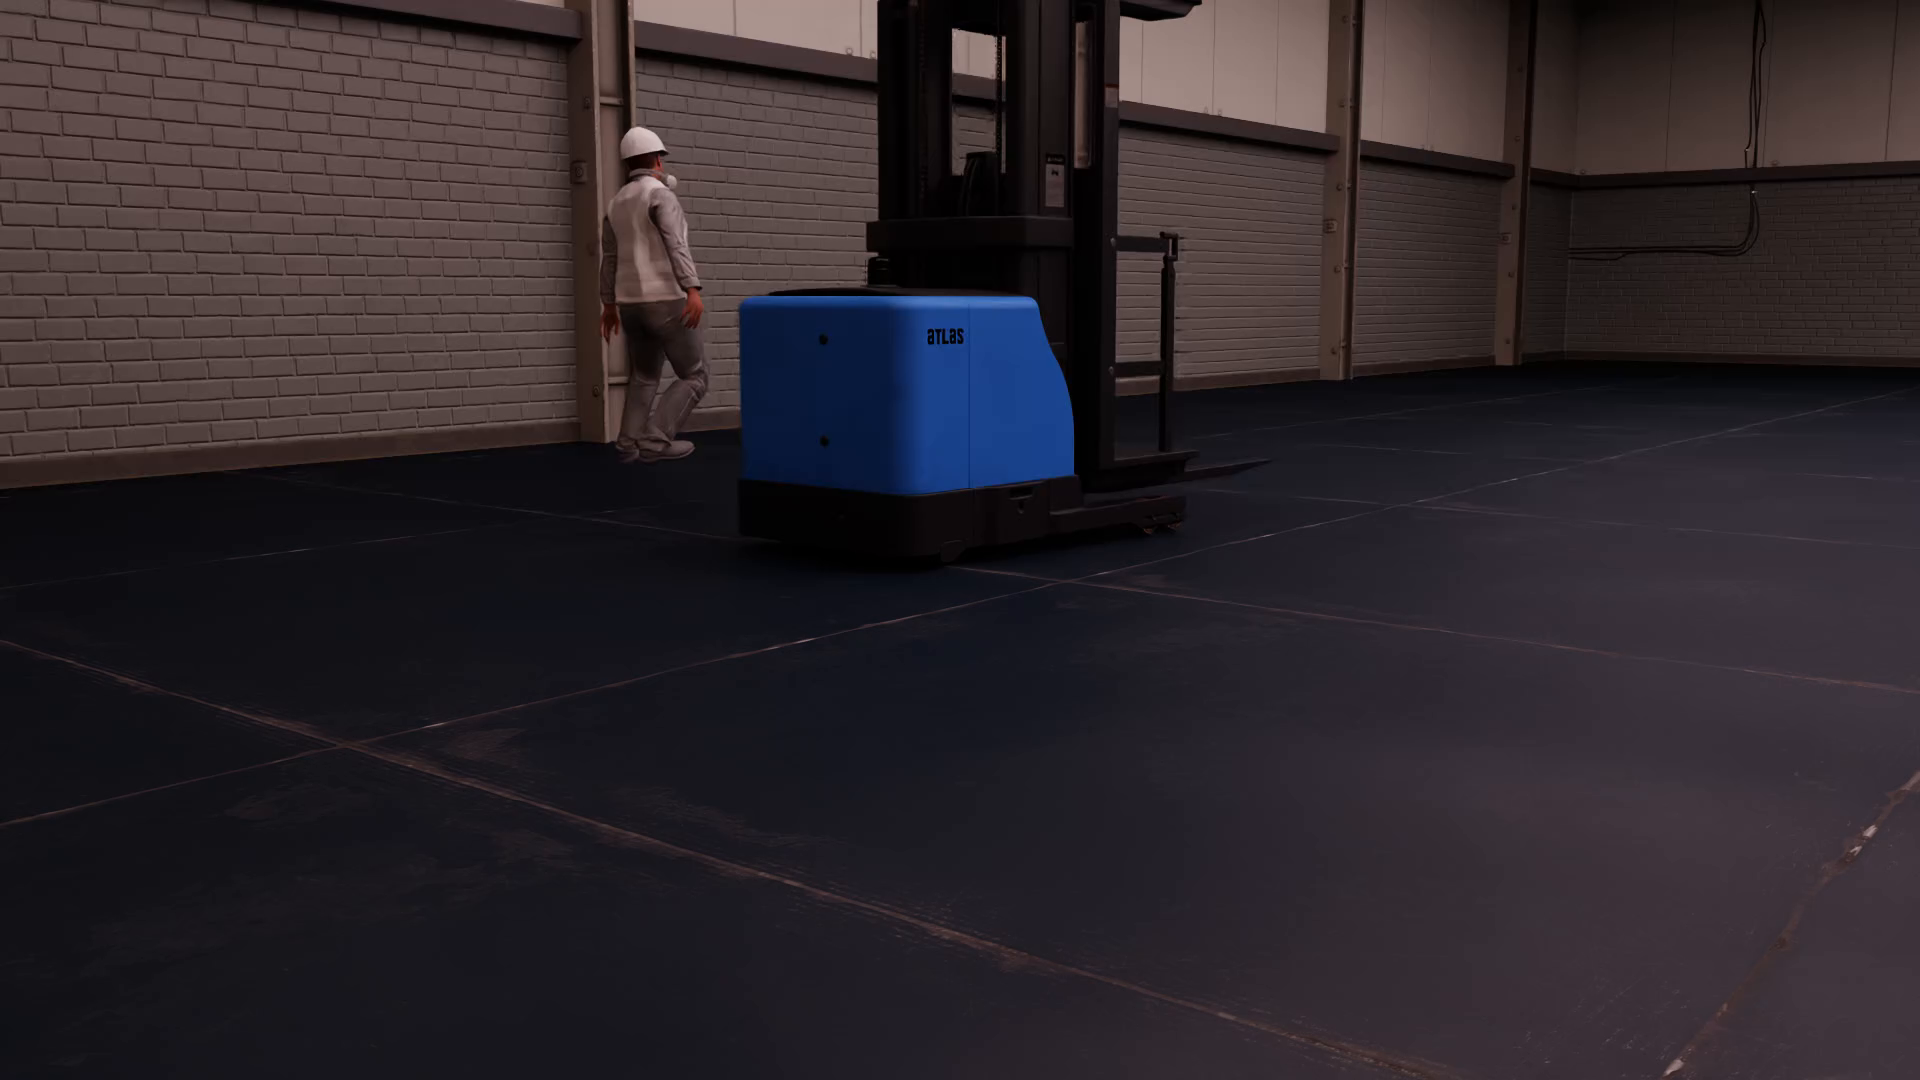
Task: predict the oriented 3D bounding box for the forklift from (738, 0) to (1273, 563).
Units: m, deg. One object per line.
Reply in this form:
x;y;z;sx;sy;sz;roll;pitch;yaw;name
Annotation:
0.406;-1.521;7.680;1.130;2.935;3.031;7;11;41;forklift

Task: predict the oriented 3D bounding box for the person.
-1.554;-1.216;8.416;0.432;1.720;0.852;-8;12;-44;person
